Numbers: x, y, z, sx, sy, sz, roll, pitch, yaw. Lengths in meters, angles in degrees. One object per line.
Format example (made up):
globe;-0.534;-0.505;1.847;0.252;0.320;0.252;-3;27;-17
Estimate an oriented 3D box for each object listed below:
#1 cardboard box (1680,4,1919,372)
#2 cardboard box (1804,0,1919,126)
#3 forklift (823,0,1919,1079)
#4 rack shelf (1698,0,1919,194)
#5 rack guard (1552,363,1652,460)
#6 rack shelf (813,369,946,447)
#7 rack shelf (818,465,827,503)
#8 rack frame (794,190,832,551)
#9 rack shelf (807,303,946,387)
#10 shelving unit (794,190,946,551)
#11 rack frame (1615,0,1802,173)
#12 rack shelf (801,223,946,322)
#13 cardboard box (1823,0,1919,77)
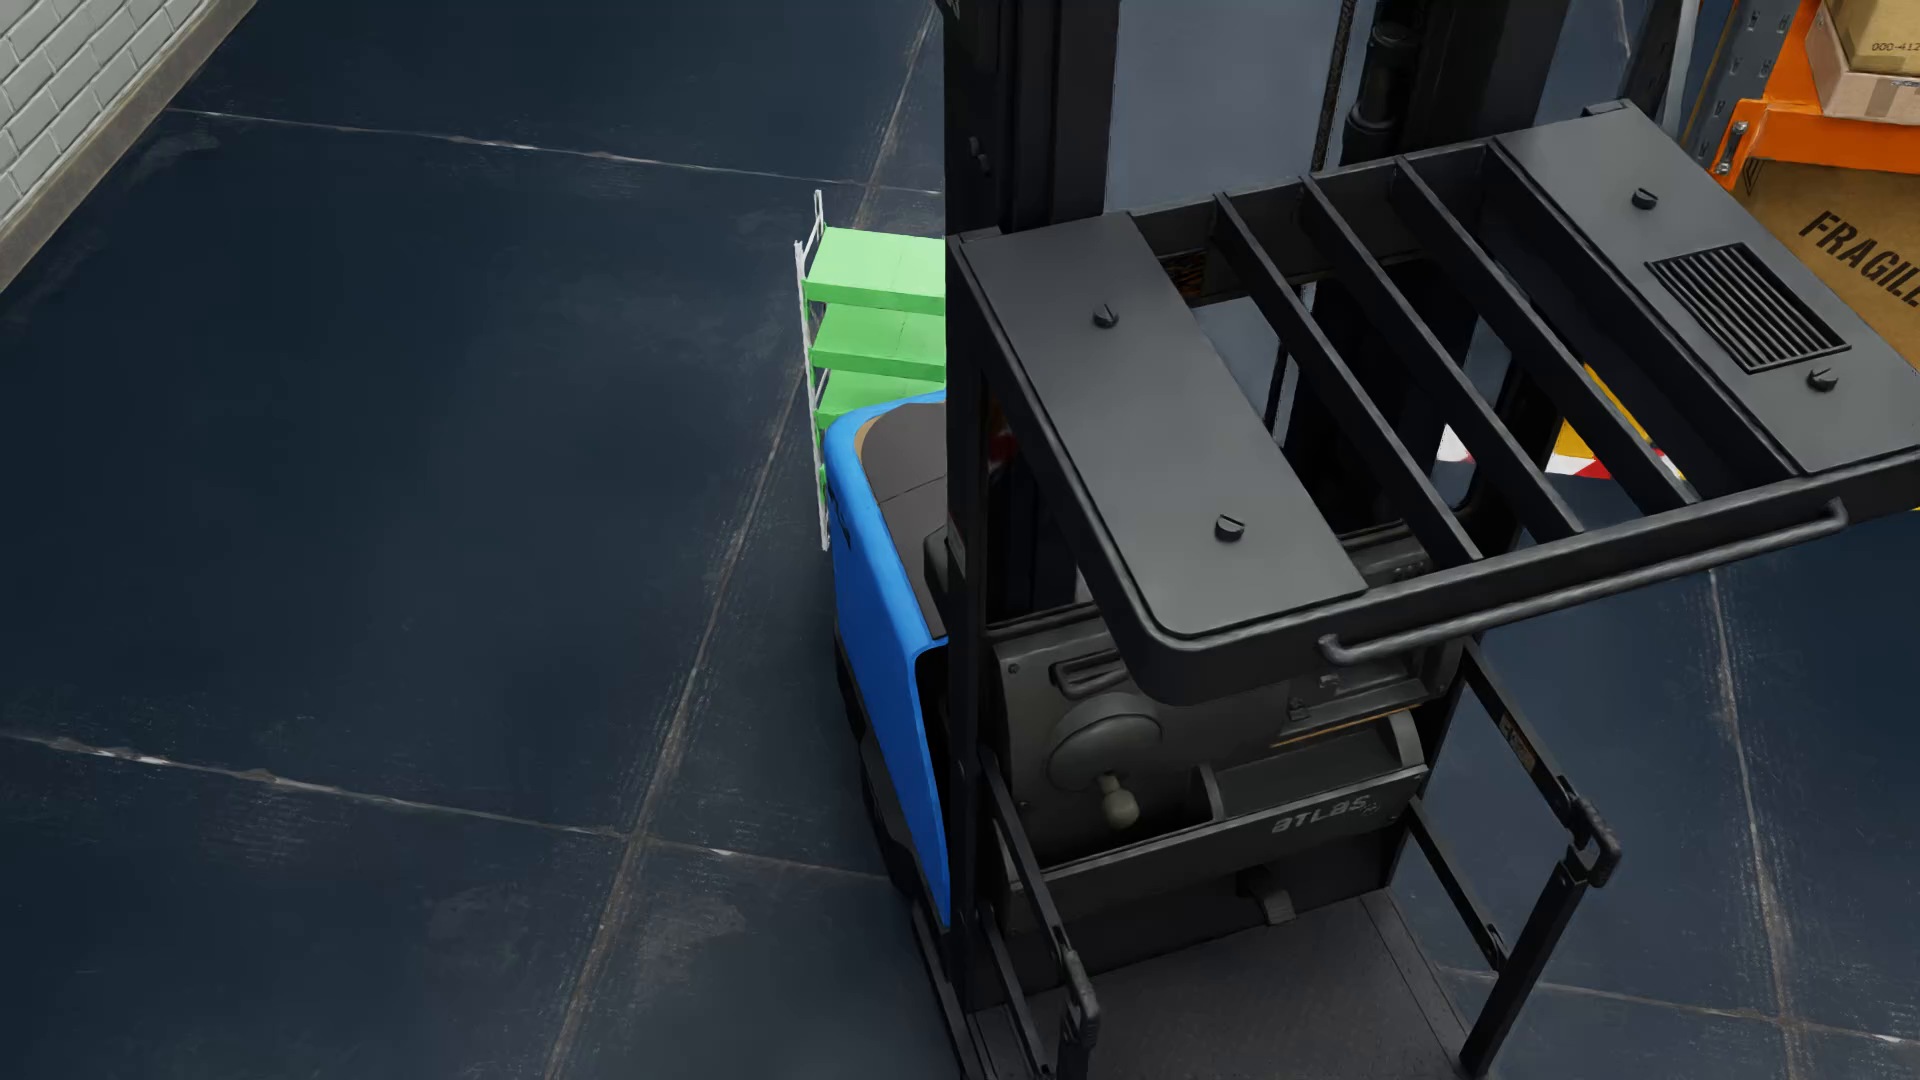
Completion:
cardboard box;2.865;-1.098;5.366;0.875;0.875;0.875;8;49;7
cardboard box;2.511;-1.322;4.590;0.250;0.149;0.380;8;49;7
forklift;0.589;0.362;2.954;1.130;2.935;3.031;-14;49;-12
rack shelf;4.189;-1.189;4.786;4.000;0.370;1.077;8;49;7
rack guard;2.197;-0.862;5.688;0.348;0.500;1.175;8;49;7
rack shelf;-0.163;-0.380;4.871;0.480;0.148;0.258;8;49;7
rack shelf;-0.163;-0.220;5.049;0.480;0.148;0.258;8;49;7
rack frame;-0.403;-0.455;4.852;0.015;1.200;0.240;8;49;7
rack shelf;-0.163;-0.541;4.692;0.480;0.148;0.258;8;49;7
shelving unit;-0.163;-0.423;4.823;0.503;1.200;0.258;8;49;7
rack frame;2.221;-1.694;4.756;0.127;3.000;1.000;8;49;7
rack shelf;-0.163;-0.701;4.514;0.480;0.148;0.258;8;49;7
cardboard box;2.645;-1.482;4.466;0.500;0.250;0.500;7;48;6
